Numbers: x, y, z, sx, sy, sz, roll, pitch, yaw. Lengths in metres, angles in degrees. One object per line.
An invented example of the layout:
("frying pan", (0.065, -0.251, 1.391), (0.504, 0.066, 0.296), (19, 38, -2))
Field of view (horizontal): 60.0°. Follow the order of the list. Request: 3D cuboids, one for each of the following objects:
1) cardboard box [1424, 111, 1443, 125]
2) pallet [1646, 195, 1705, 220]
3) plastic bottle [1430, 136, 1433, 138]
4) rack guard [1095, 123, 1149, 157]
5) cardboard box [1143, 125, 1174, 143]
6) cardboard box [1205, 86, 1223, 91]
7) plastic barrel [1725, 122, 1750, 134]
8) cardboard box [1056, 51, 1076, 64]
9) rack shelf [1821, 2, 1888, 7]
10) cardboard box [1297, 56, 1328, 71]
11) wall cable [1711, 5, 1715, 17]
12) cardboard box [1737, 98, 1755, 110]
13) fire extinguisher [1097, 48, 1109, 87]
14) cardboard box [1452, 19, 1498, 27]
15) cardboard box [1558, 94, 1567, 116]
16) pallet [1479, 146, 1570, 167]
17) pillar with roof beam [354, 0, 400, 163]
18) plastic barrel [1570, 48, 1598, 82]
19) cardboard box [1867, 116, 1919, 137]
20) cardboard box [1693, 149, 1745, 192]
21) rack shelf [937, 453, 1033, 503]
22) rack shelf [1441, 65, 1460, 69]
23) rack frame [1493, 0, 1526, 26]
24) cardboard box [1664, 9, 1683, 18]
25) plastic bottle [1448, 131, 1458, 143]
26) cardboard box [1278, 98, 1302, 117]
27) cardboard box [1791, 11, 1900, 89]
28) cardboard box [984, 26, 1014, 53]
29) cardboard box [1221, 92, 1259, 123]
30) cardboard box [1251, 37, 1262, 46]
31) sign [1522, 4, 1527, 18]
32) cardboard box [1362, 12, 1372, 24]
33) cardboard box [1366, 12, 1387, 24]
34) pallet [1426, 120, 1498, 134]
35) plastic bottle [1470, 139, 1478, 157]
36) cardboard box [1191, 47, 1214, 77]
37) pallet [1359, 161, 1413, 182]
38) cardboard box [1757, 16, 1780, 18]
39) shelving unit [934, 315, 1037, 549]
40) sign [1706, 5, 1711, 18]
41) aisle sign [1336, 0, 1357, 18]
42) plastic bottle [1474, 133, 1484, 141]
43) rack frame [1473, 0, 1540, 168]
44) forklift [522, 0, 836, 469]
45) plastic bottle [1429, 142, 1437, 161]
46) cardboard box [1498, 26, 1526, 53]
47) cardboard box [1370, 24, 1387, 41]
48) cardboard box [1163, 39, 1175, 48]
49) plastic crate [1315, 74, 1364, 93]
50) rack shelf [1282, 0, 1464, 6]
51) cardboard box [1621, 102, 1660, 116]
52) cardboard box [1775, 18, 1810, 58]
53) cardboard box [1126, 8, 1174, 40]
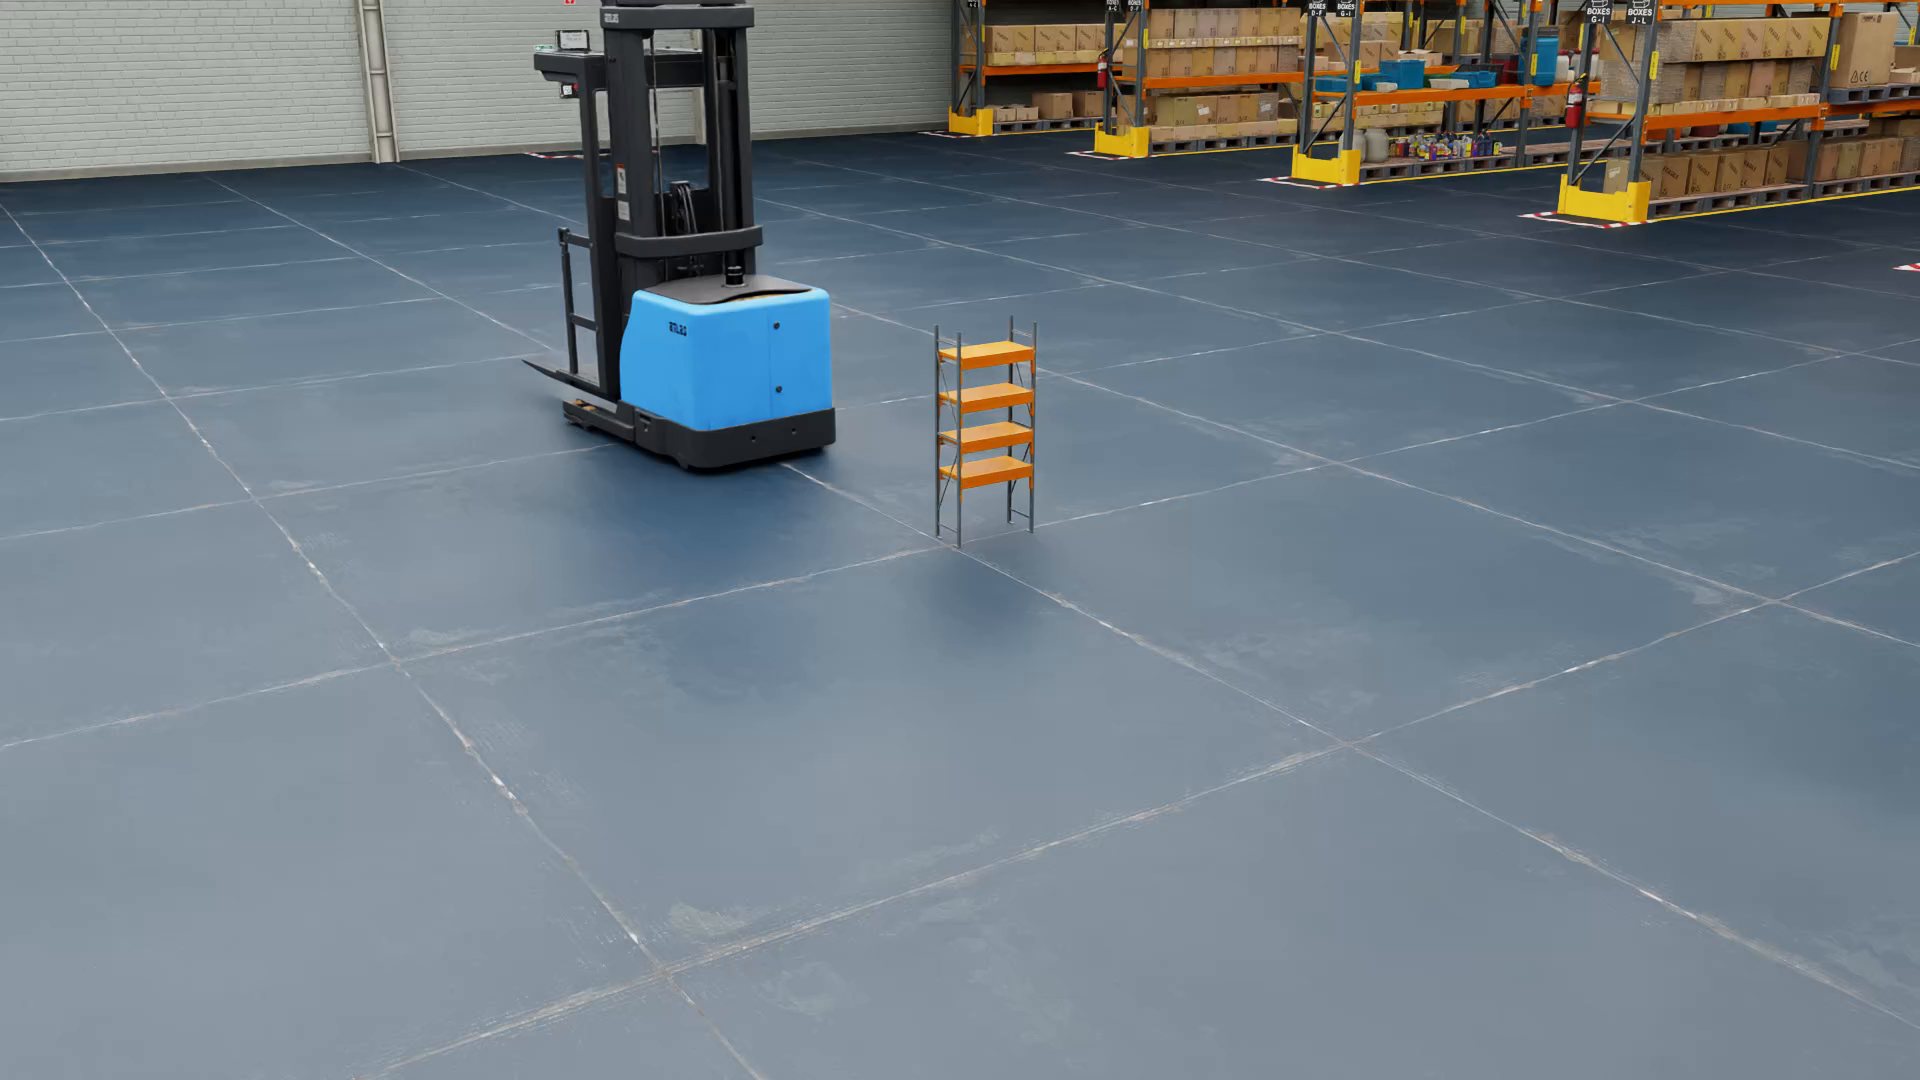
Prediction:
("cardboard box", (9.254, -8.434, 33.147), (0.500, 0.250, 0.500), (-11, 22, -30))
("pallet", (9.085, -4.463, 22.115), (1.213, 0.211, 1.003), (-12, 22, -31))
("plastic bottle", (7.719, -6.505, 27.357), (0.133, 0.283, 0.061), (-11, 21, -29))
("rack guard", (2.858, -7.098, 29.461), (0.348, 0.500, 1.175), (-12, 22, -31))
("cardboard box", (3.448, -7.218, 29.550), (0.500, 0.250, 0.500), (-12, 22, -31))
("cardboard box", (5.366, -9.749, 36.615), (0.500, 0.500, 0.700), (-12, 22, -32))
("plastic barrel", (14.566, -8.064, 31.034), (0.708, 0.901, 0.600), (-12, 22, -31))
("cardboard box", (2.011, -9.823, 33.819), (0.500, 0.250, 0.500), (-12, 22, -31))
("rack shelf", (17.292, -10.507, 32.081), (4.000, 0.370, 1.077), (-12, 22, -31))
("cardboard box", (6.606, -9.019, 31.472), (0.500, 0.250, 0.500), (-10, 21, -28))
("wall cable", (18.434, -14.701, 43.527), (0.112, 2.526, 3.097), (-12, 22, -31))
("cardboard box", (10.385, -5.845, 22.243), (0.250, 0.149, 0.380), (-12, 22, -31))
("fire extinguisher", (2.524, -8.354, 29.392), (0.183, 0.674, 0.296), (-12, 22, -31))
("cardboard box", (12.492, -12.348, 40.617), (0.700, 0.700, 0.980), (-12, 22, -32))
("cardboard box", (12.646, -9.261, 35.171), (0.500, 0.500, 0.500), (-12, 22, -32))
("pallet", (9.575, -6.494, 28.123), (1.213, 0.211, 1.003), (-12, 22, -31))
("pillar with roof beam", (-7.395, -9.543, 23.421), (0.400, 9.000, 9.100), (-12, 22, -31))
("plastic barrel", (10.472, -7.969, 27.922), (0.433, 0.535, 0.433), (0, 19, 0))
("cardboard box", (14.024, -6.203, 24.954), (0.500, 0.250, 0.500), (-9, 21, -25))
("cardboard box", (10.359, -5.063, 22.784), (0.500, 0.500, 0.500), (-14, 23, -36))
("rack shelf", (0.138, -0.346, 9.224), (0.480, 0.148, 0.258), (-12, 22, -31))
("rack shelf", (11.230, -9.707, 34.399), (4.000, 0.370, 1.077), (-12, 22, -31))
("rack frame", (13.514, -12.429, 41.327), (0.127, 3.000, 1.000), (-12, 22, -31))
("cardboard box", (15.599, -11.385, 36.520), (0.500, 0.500, 0.500), (-11, 22, -30))
("plastic bottle", (8.117, -6.550, 27.384), (0.185, 0.351, 0.144), (-12, 22, -31))
("cardboard box", (6.399, -8.301, 31.878), (0.500, 0.311, 0.500), (-12, 22, -31))
("cardboard box", (12.405, -6.927, 23.457), (1.000, 1.000, 1.000), (-12, 22, -31))
("cardboard box", (0.715, -9.909, 32.902), (0.500, 0.500, 0.500), (-12, 22, -31))
("cardboard box", (5.112, -7.929, 30.481), (0.500, 0.500, 0.500), (-12, 22, -31))
("cardboard box", (5.259, -9.062, 30.198), (0.250, 0.149, 0.380), (-12, 22, -32))
("sign", (13.800, -12.943, 40.667), (0.005, 0.325, 0.100), (-12, 22, -31))
("cardboard box", (9.065, -11.950, 38.086), (0.500, 0.250, 0.500), (-11, 22, -30))
("cardboard box", (9.491, -12.040, 38.351), (0.500, 0.250, 0.500), (-11, 22, -30))
("pallet", (10.204, -8.496, 34.047), (1.213, 0.211, 1.003), (-12, 22, -31))
("plastic bottle", (8.287, -6.323, 26.820), (0.133, 0.283, 0.061), (-10, 21, -28))
("cardboard box", (4.129, -8.593, 29.822), (0.500, 0.500, 0.700), (-12, 22, -31))
("pallet", (6.318, -5.808, 26.095), (1.213, 0.211, 1.003), (-12, 22, -31))
("cardboard box", (11.148, -6.992, 23.061), (0.500, 0.500, 0.500), (-12, 22, -31))
("shelving unit", (0.138, -0.598, 9.139), (0.503, 1.200, 0.258), (-12, 22, -31))
("sign", (16.530, -11.651, 36.724), (0.005, 0.325, 0.100), (-12, 22, -31))
("aisle sign", (5.700, -8.102, 24.467), (0.004, 0.787, 0.394), (-12, 22, -31))
("plastic bottle", (8.481, -6.467, 27.141), (0.185, 0.351, 0.144), (-12, 22, -31))
("rack frame", (8.940, -7.666, 27.236), (0.127, 3.000, 1.000), (-12, 22, -31))
("forklift", (-2.125, -2.237, 11.286), (1.130, 2.935, 3.031), (-14, 23, -36))
("plastic bottle", (7.484, -6.154, 26.318), (0.133, 0.283, 0.061), (-11, 22, -31))
("cardboard box", (11.459, -10.319, 34.273), (0.700, 0.500, 0.500), (16, 24, 39))
("cardboard box", (9.505, -11.681, 38.462), (0.500, 0.500, 0.500), (-12, 22, -31))
("cardboard box", (3.543, -8.700, 29.127), (0.250, 0.149, 0.380), (-13, 22, -33))
("plastic crate", (5.853, -7.059, 25.674), (0.616, 0.251, 0.499), (-12, 22, -31))
("rack shelf", (7.889, -10.424, 31.834), (4.000, 0.370, 1.077), (-12, 22, -31))
("cardboard box", (8.693, -5.504, 21.234), (0.250, 0.149, 0.380), (-12, 22, -31))
("cardboard box", (11.023, -6.762, 22.380), (0.500, 0.500, 0.500), (-12, 22, -31))
("cardboard box", (3.319, -9.037, 29.110), (0.500, 0.500, 0.700), (-12, 22, -31))
